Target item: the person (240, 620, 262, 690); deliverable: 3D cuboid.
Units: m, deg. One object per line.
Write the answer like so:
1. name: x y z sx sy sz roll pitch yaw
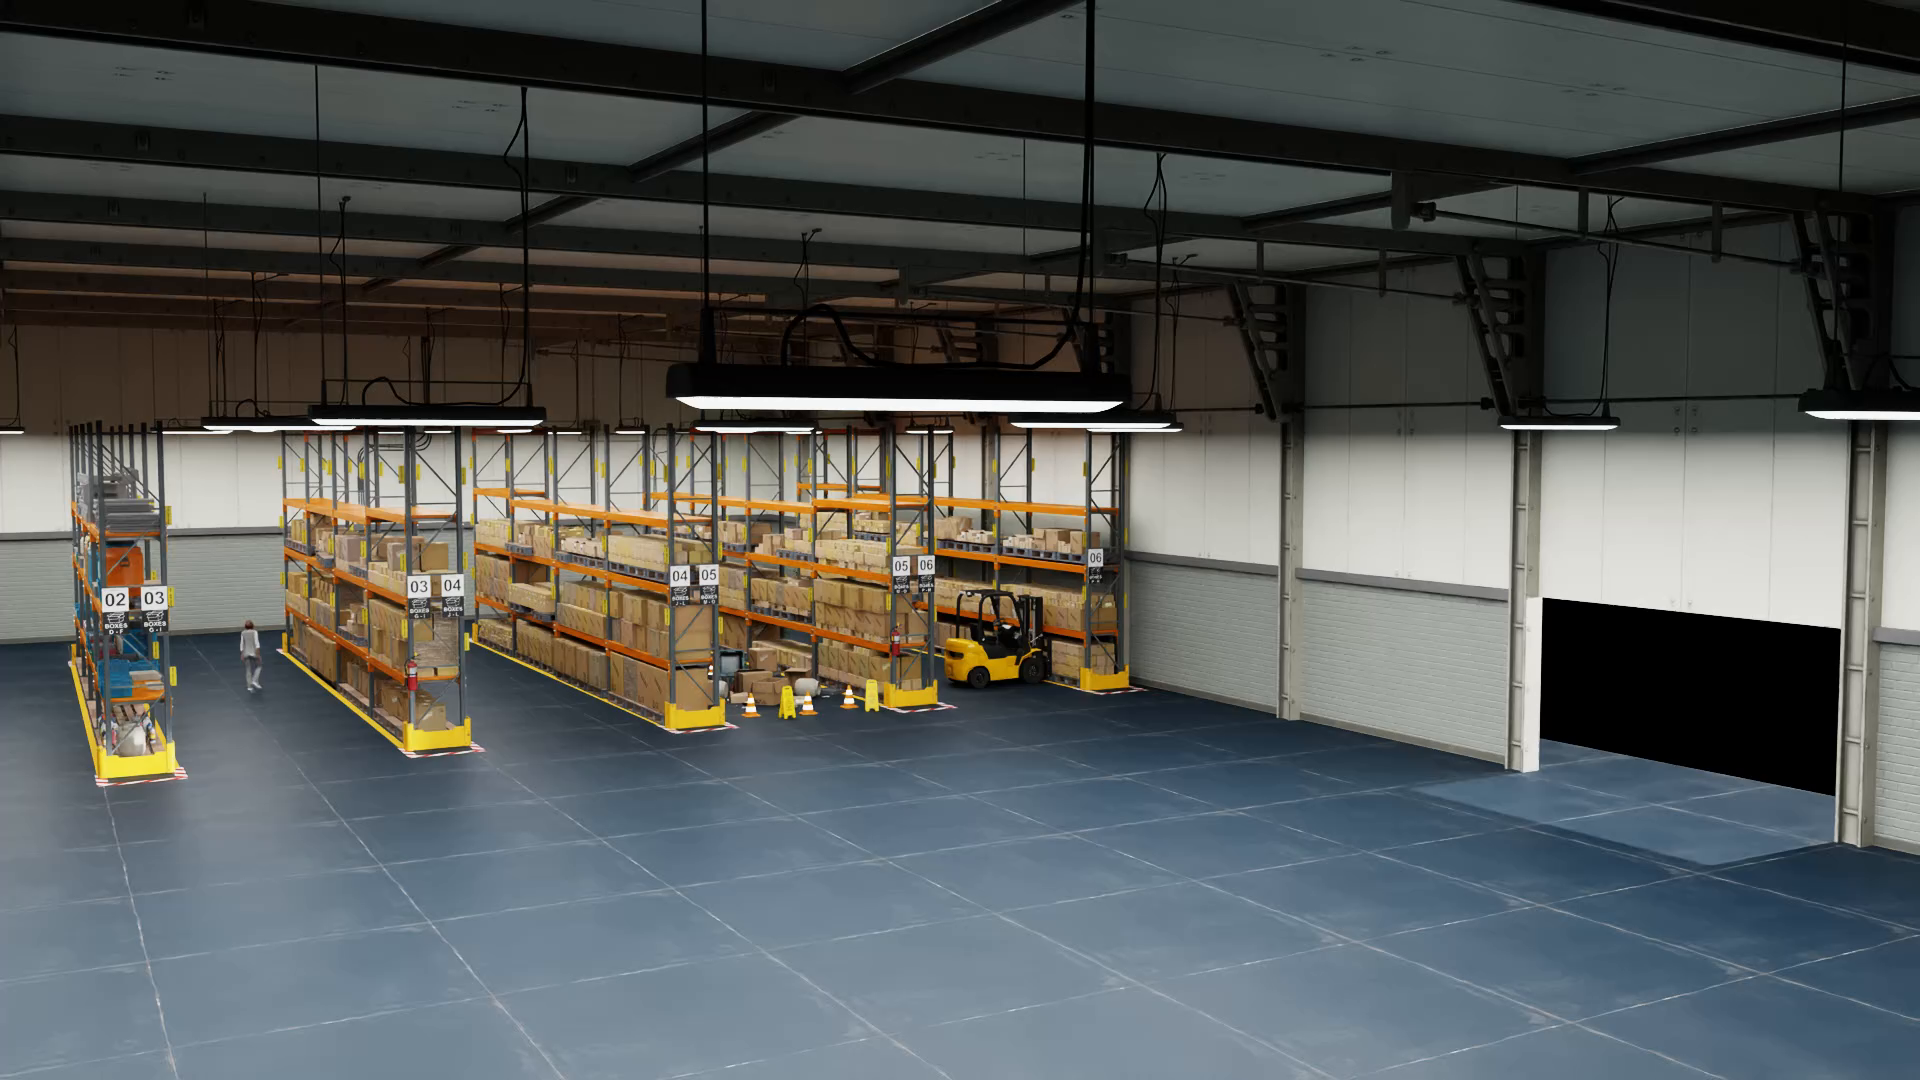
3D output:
1. person: -16.010 2.597 37.531 0.460 1.588 0.429 -1 4 -10
